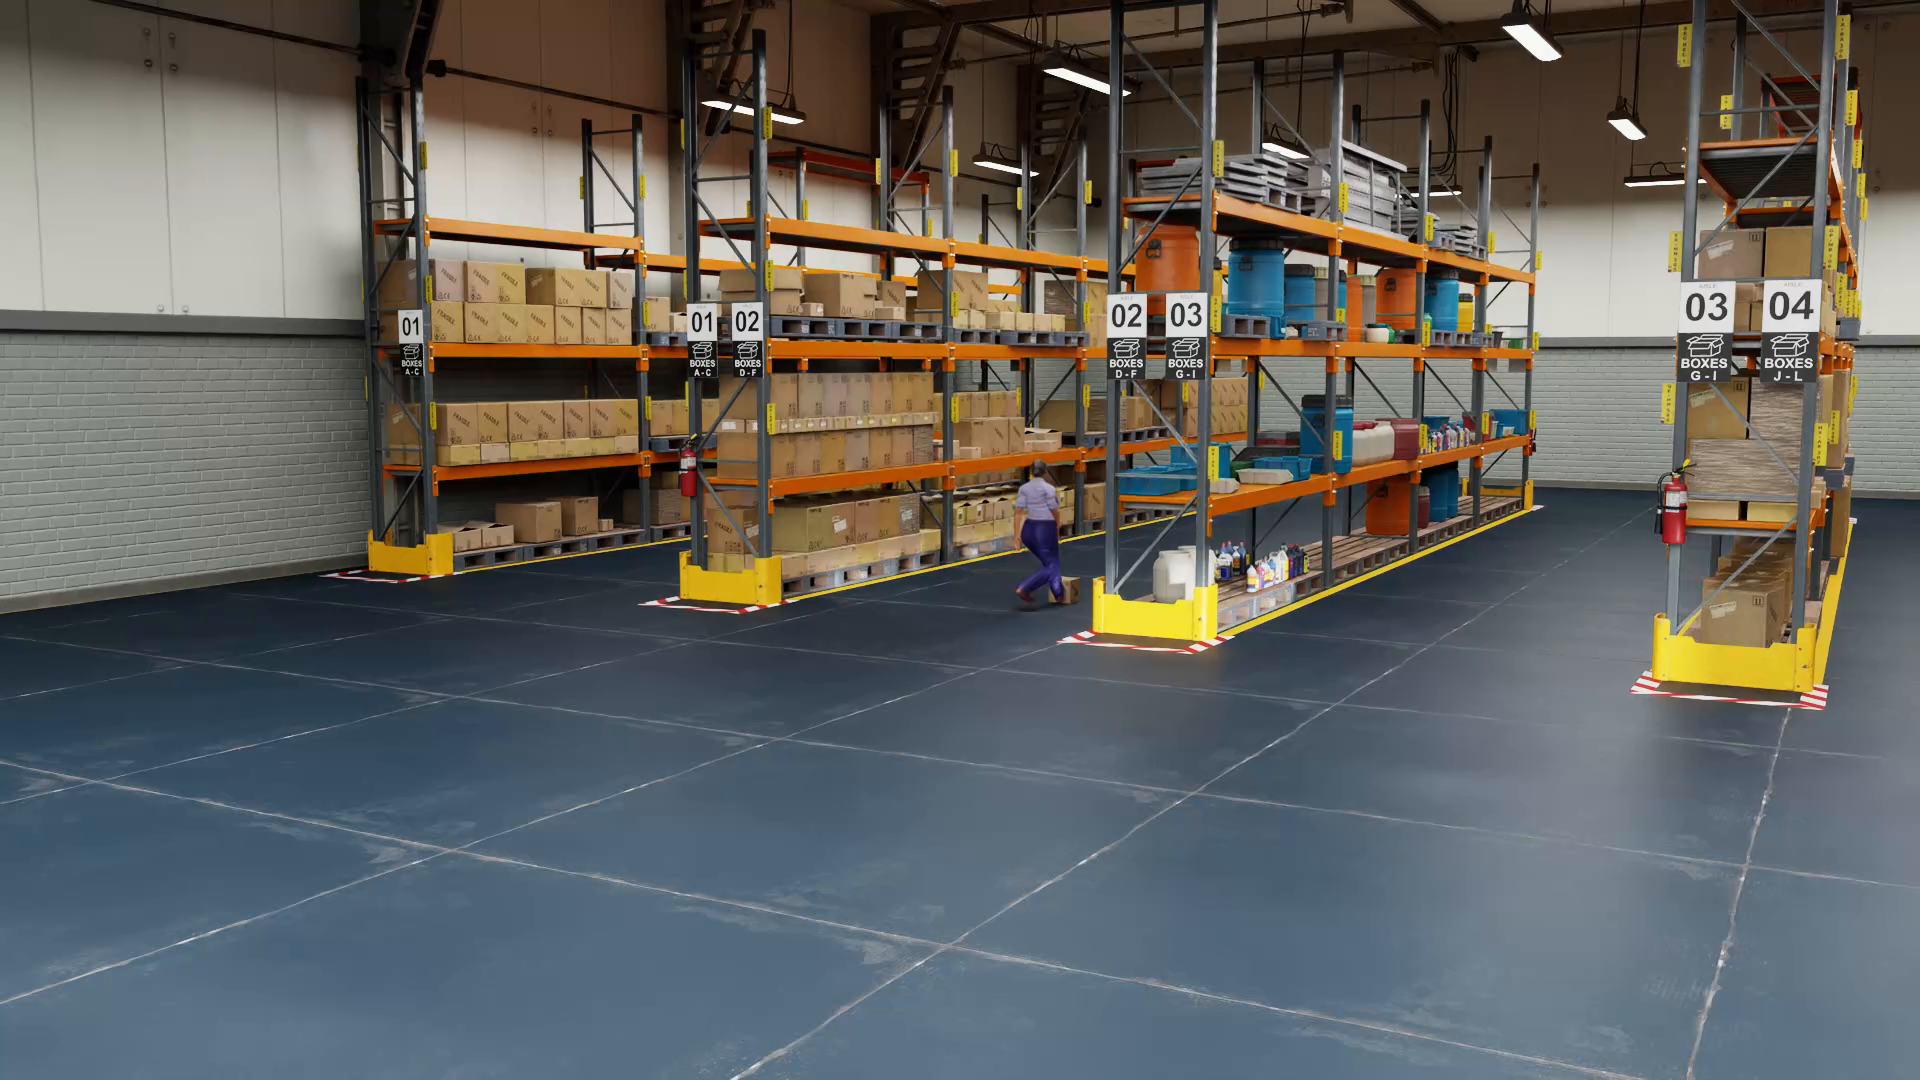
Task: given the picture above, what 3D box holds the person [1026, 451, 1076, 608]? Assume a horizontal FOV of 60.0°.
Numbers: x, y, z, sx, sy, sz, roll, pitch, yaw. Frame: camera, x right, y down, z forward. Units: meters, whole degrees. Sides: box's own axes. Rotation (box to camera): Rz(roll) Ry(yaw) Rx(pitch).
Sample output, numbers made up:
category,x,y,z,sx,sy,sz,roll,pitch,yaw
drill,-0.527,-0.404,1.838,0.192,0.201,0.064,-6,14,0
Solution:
category,x,y,z,sx,sy,sz,roll,pitch,yaw
person,0.983,-0.079,17.545,0.538,1.723,0.531,3,7,28
